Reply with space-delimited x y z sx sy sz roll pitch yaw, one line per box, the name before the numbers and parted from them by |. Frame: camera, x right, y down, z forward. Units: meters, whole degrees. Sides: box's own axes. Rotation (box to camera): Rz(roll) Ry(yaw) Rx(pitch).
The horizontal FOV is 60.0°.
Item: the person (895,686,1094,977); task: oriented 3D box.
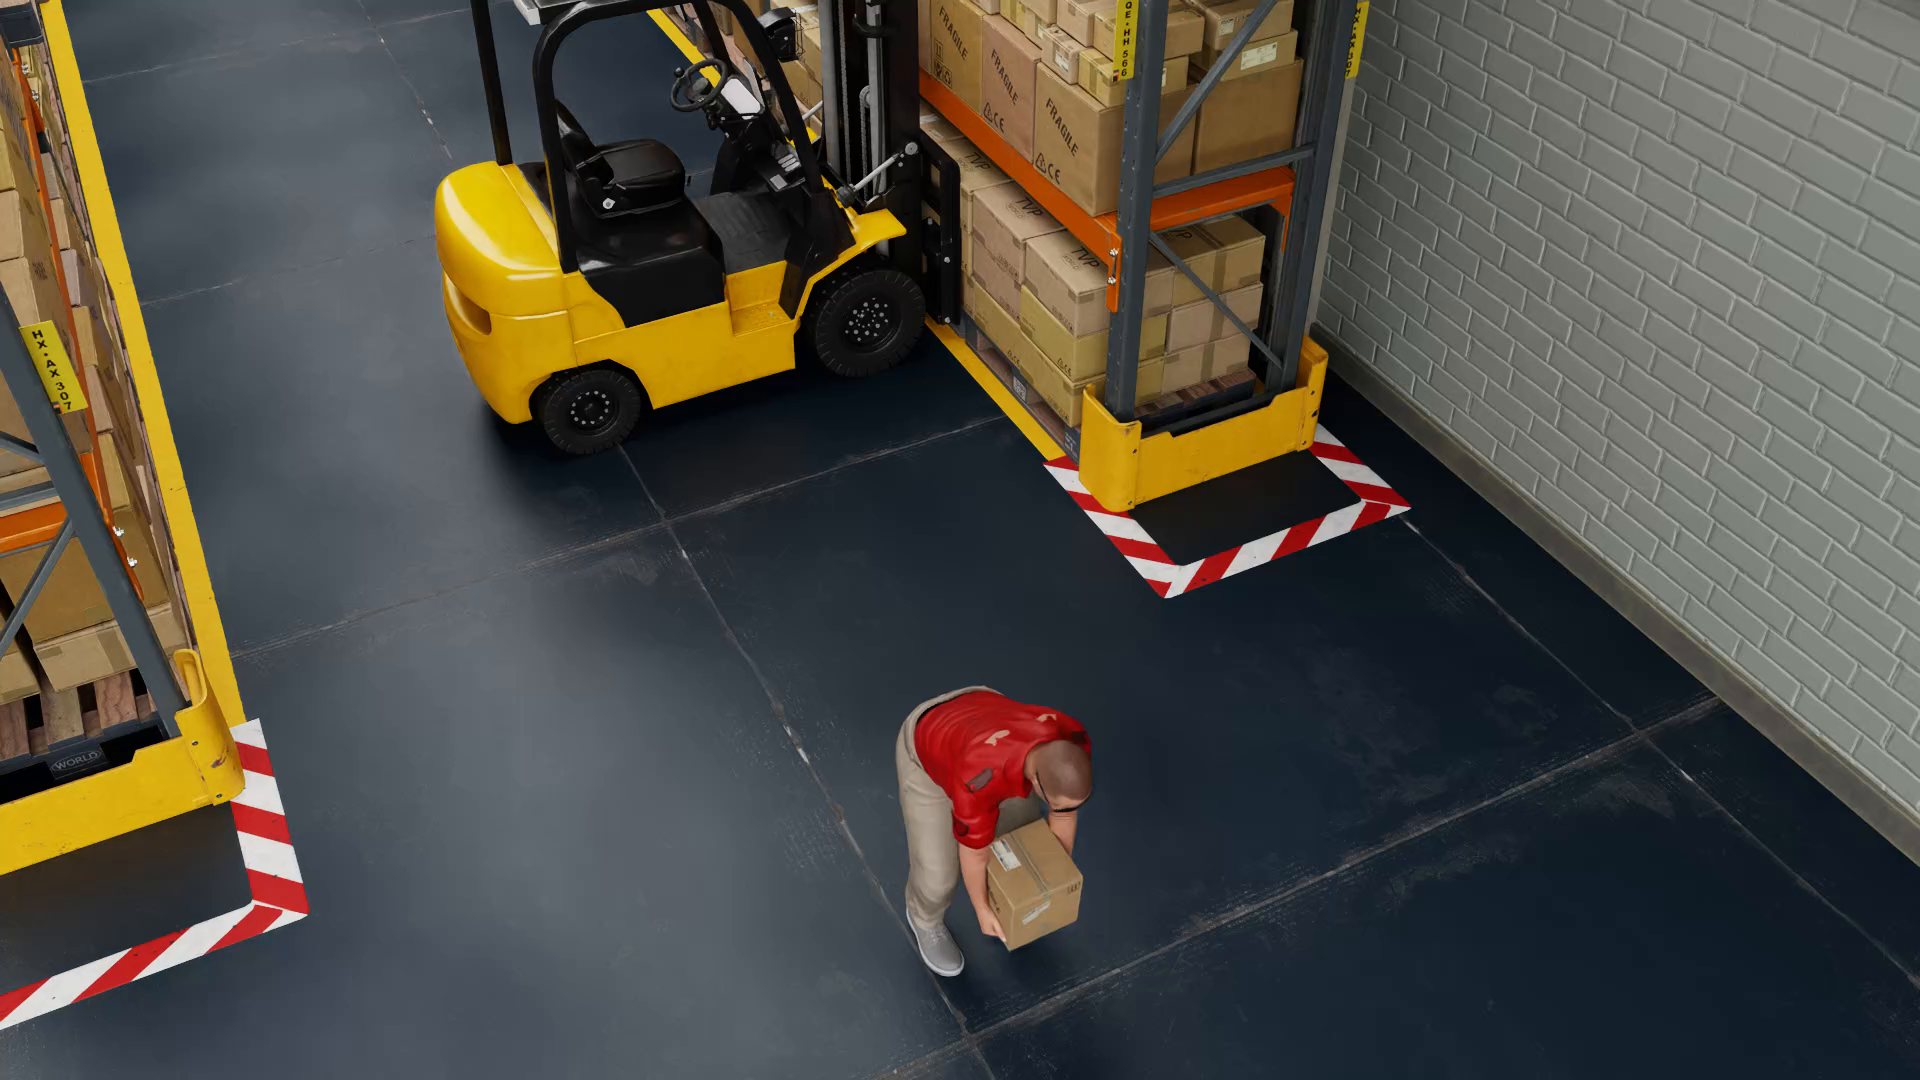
person | 0.122 0.942 5.334 0.491 1.412 0.844 -20 45 -22
